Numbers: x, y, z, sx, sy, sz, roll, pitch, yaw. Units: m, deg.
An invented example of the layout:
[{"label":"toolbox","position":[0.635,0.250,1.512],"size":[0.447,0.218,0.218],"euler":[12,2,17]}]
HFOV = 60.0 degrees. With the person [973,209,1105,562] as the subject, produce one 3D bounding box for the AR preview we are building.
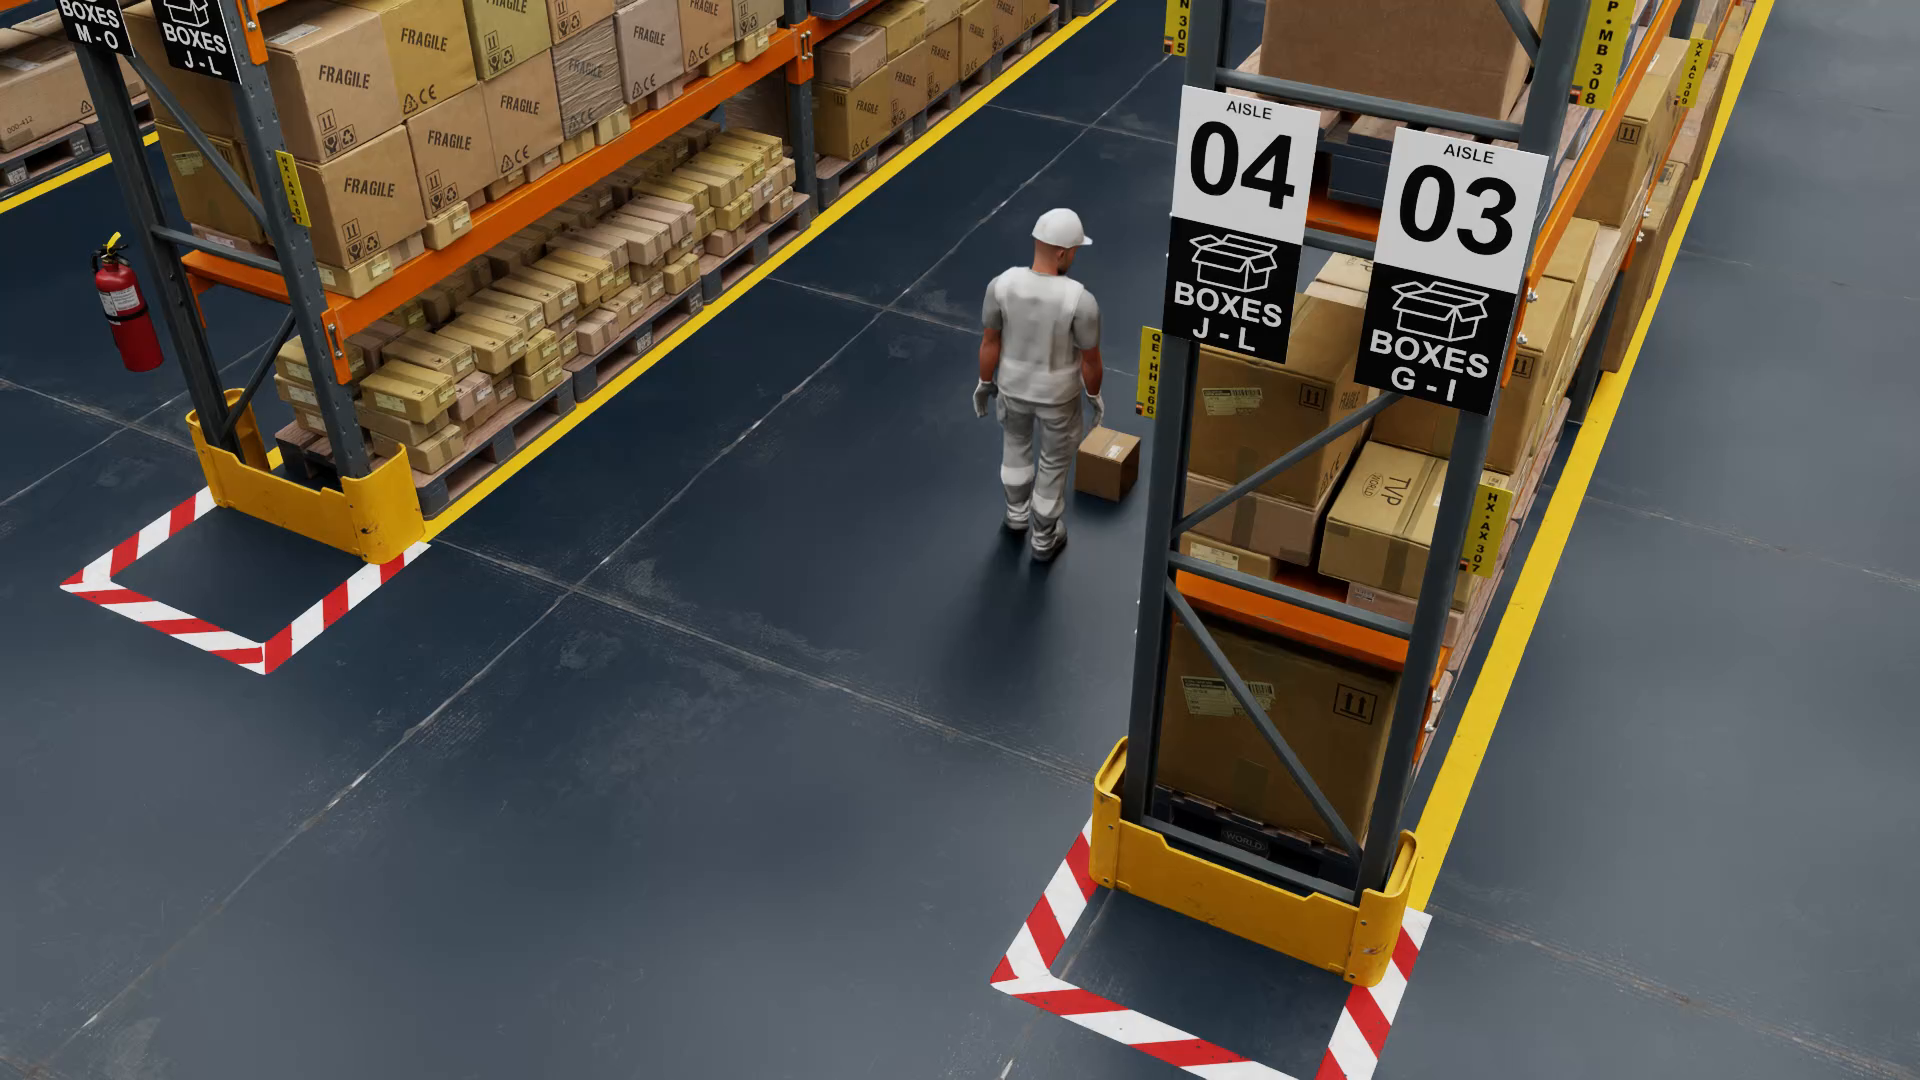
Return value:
[{"label":"person","position":[0.386,-0.684,7.625],"size":[0.593,1.835,0.420],"euler":[13,40,16]}]
